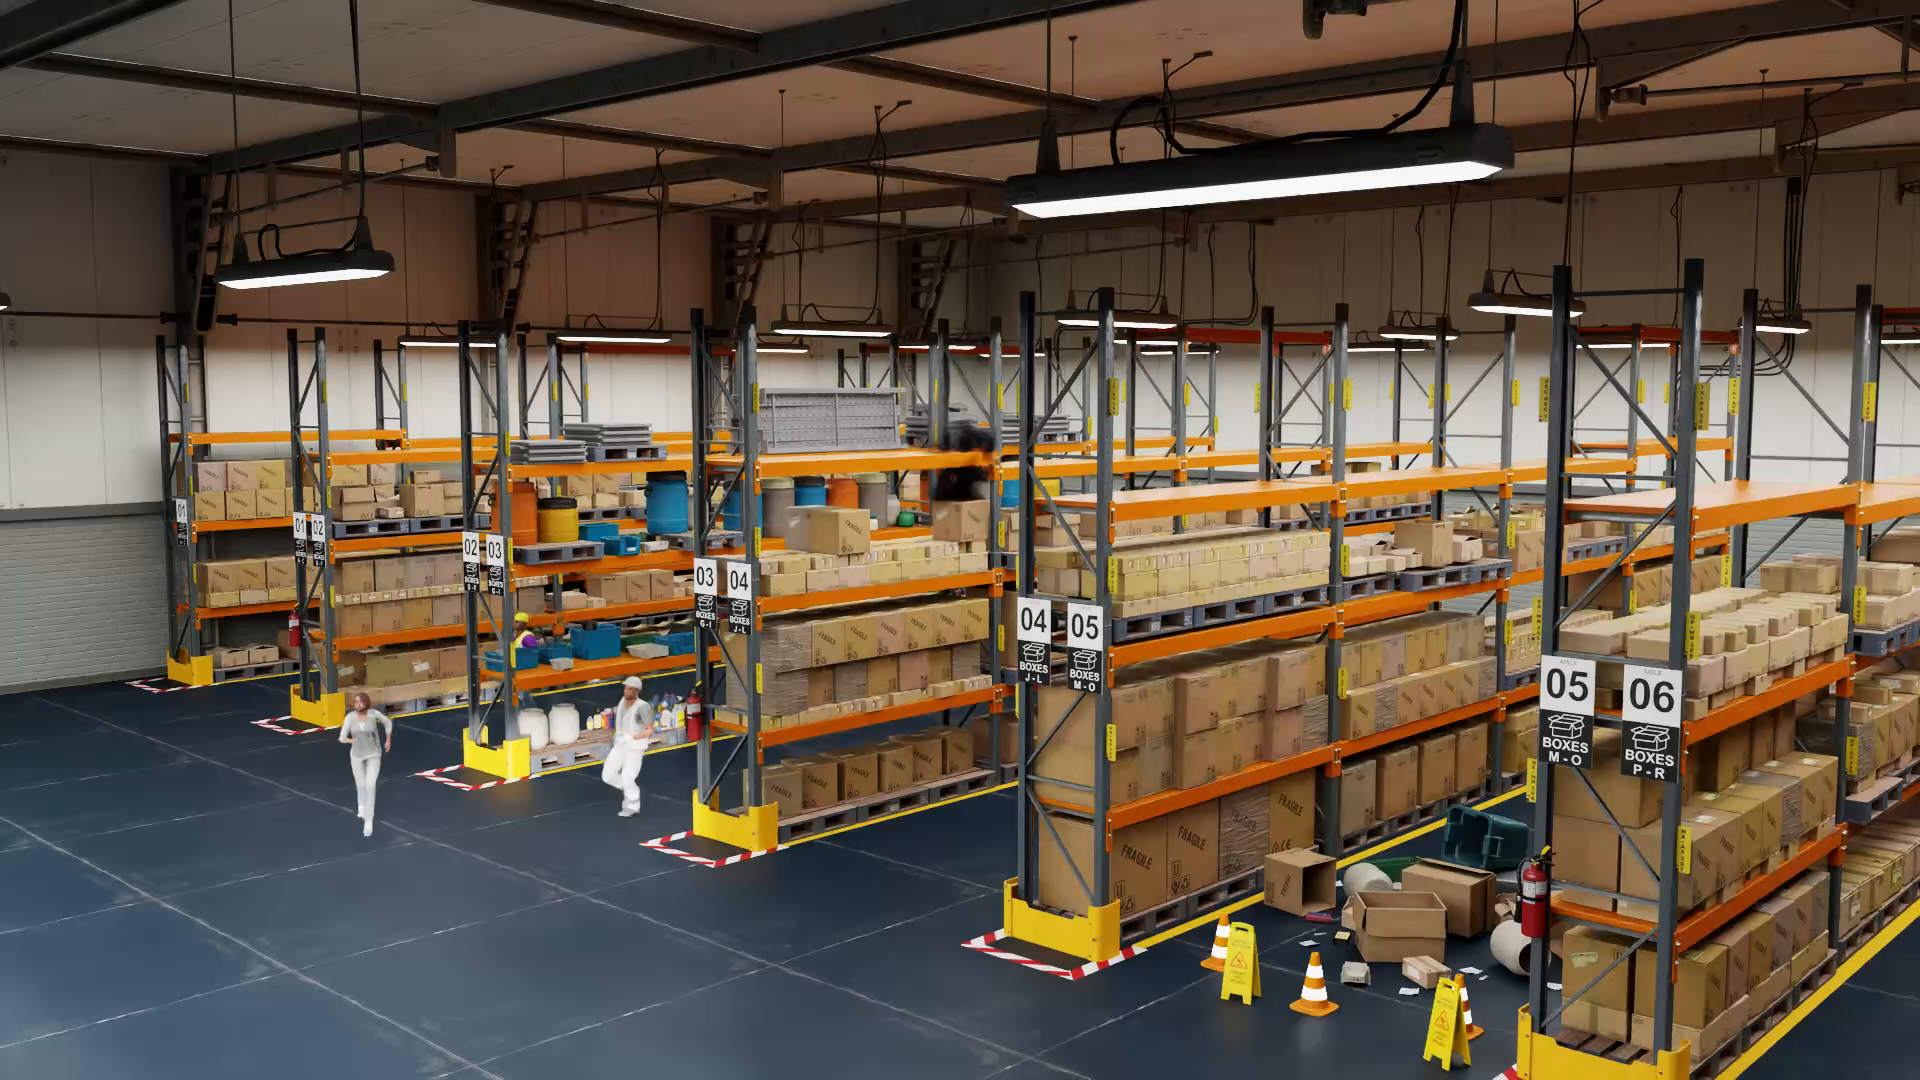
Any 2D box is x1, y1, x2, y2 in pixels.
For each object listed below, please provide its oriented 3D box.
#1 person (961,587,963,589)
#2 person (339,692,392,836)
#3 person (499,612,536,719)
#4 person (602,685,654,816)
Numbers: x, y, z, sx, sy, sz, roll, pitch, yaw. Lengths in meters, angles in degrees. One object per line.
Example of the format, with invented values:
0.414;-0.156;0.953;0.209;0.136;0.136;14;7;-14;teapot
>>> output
0.190;1.225;33.048;0.620;1.700;0.774;4;7;36;person
-6.903;2.553;19.356;0.549;1.630;0.850;-1;5;-9;person
-6.580;1.971;24.753;0.676;1.794;0.684;4;7;35;person
-3.906;2.479;19.686;0.661;1.671;0.536;4;7;36;person
